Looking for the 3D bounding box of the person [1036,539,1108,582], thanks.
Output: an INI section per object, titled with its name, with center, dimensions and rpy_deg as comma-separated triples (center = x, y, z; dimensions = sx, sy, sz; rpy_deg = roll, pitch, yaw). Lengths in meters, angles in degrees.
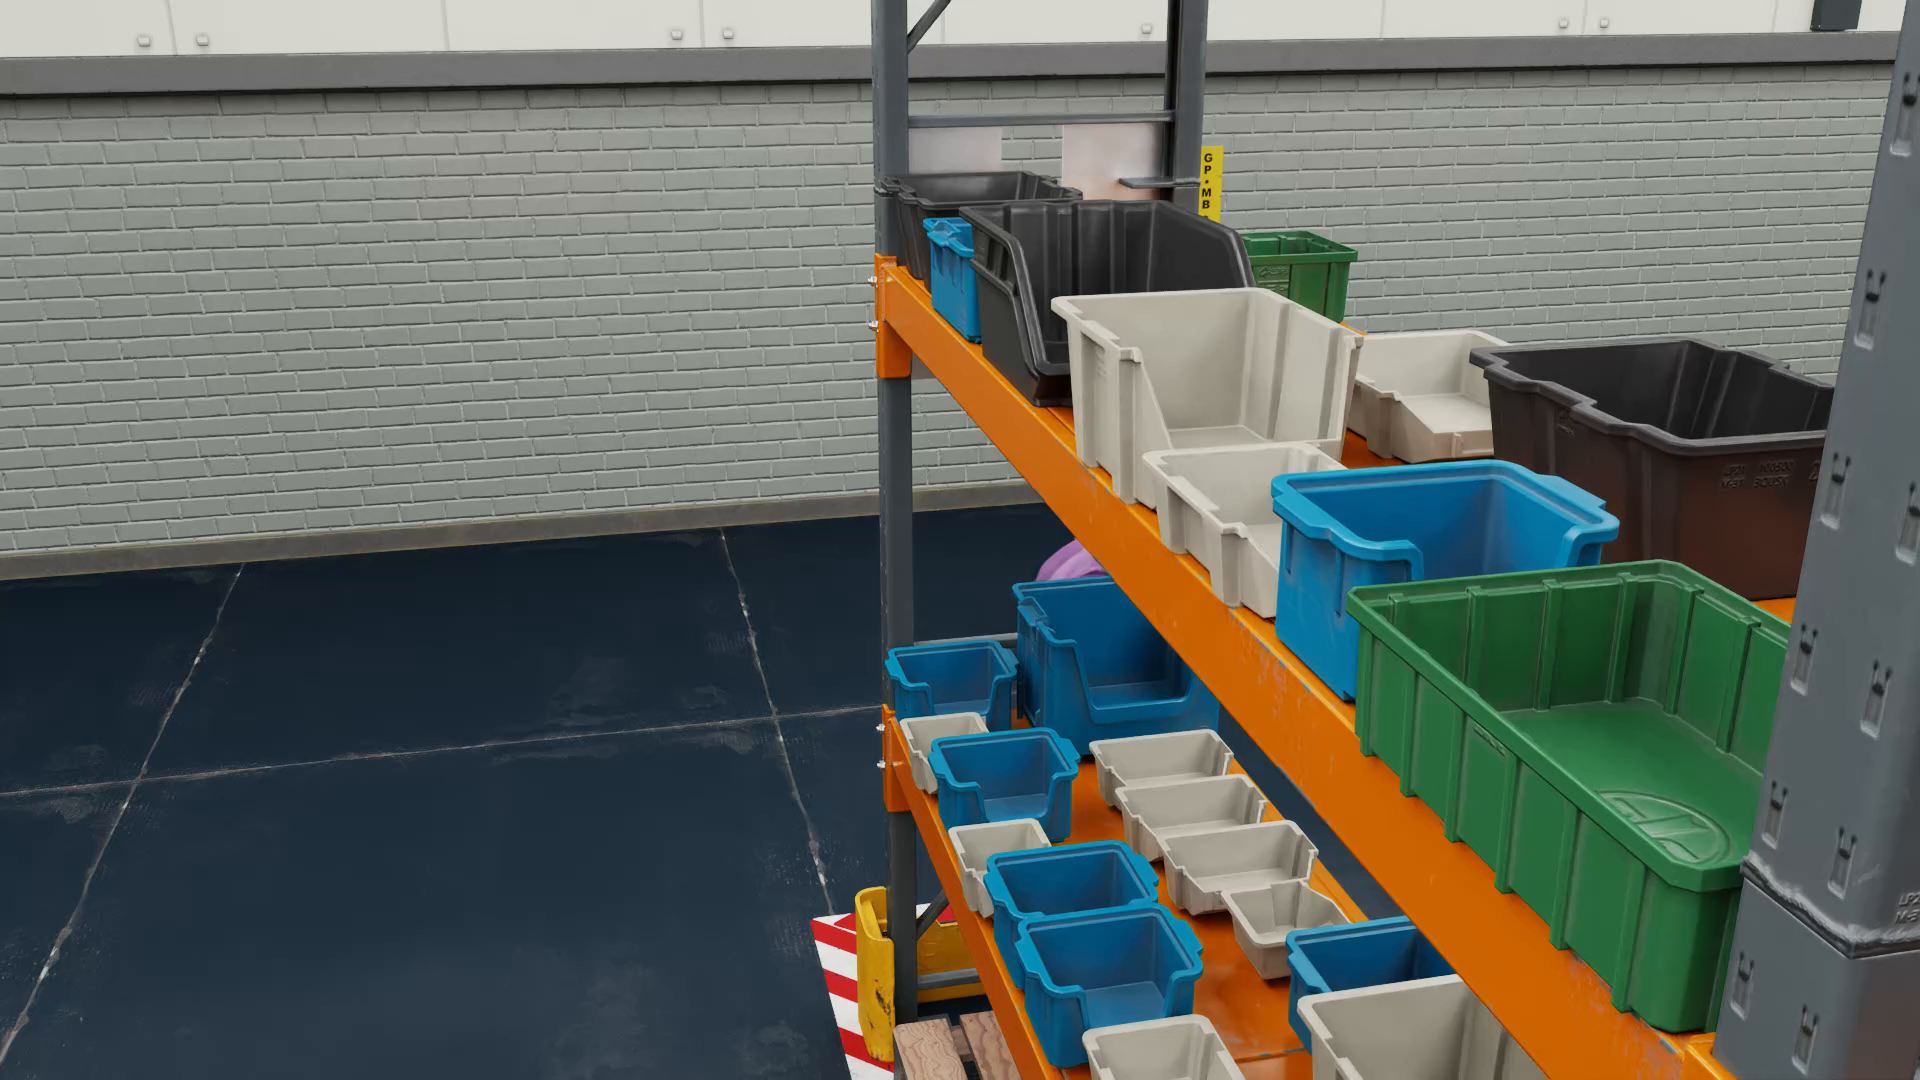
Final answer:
[person]
center = 0.751, 0.256, 9.205
dimensions = 0.684, 0.701, 0.437
rpy_deg = -5, 20, -12
